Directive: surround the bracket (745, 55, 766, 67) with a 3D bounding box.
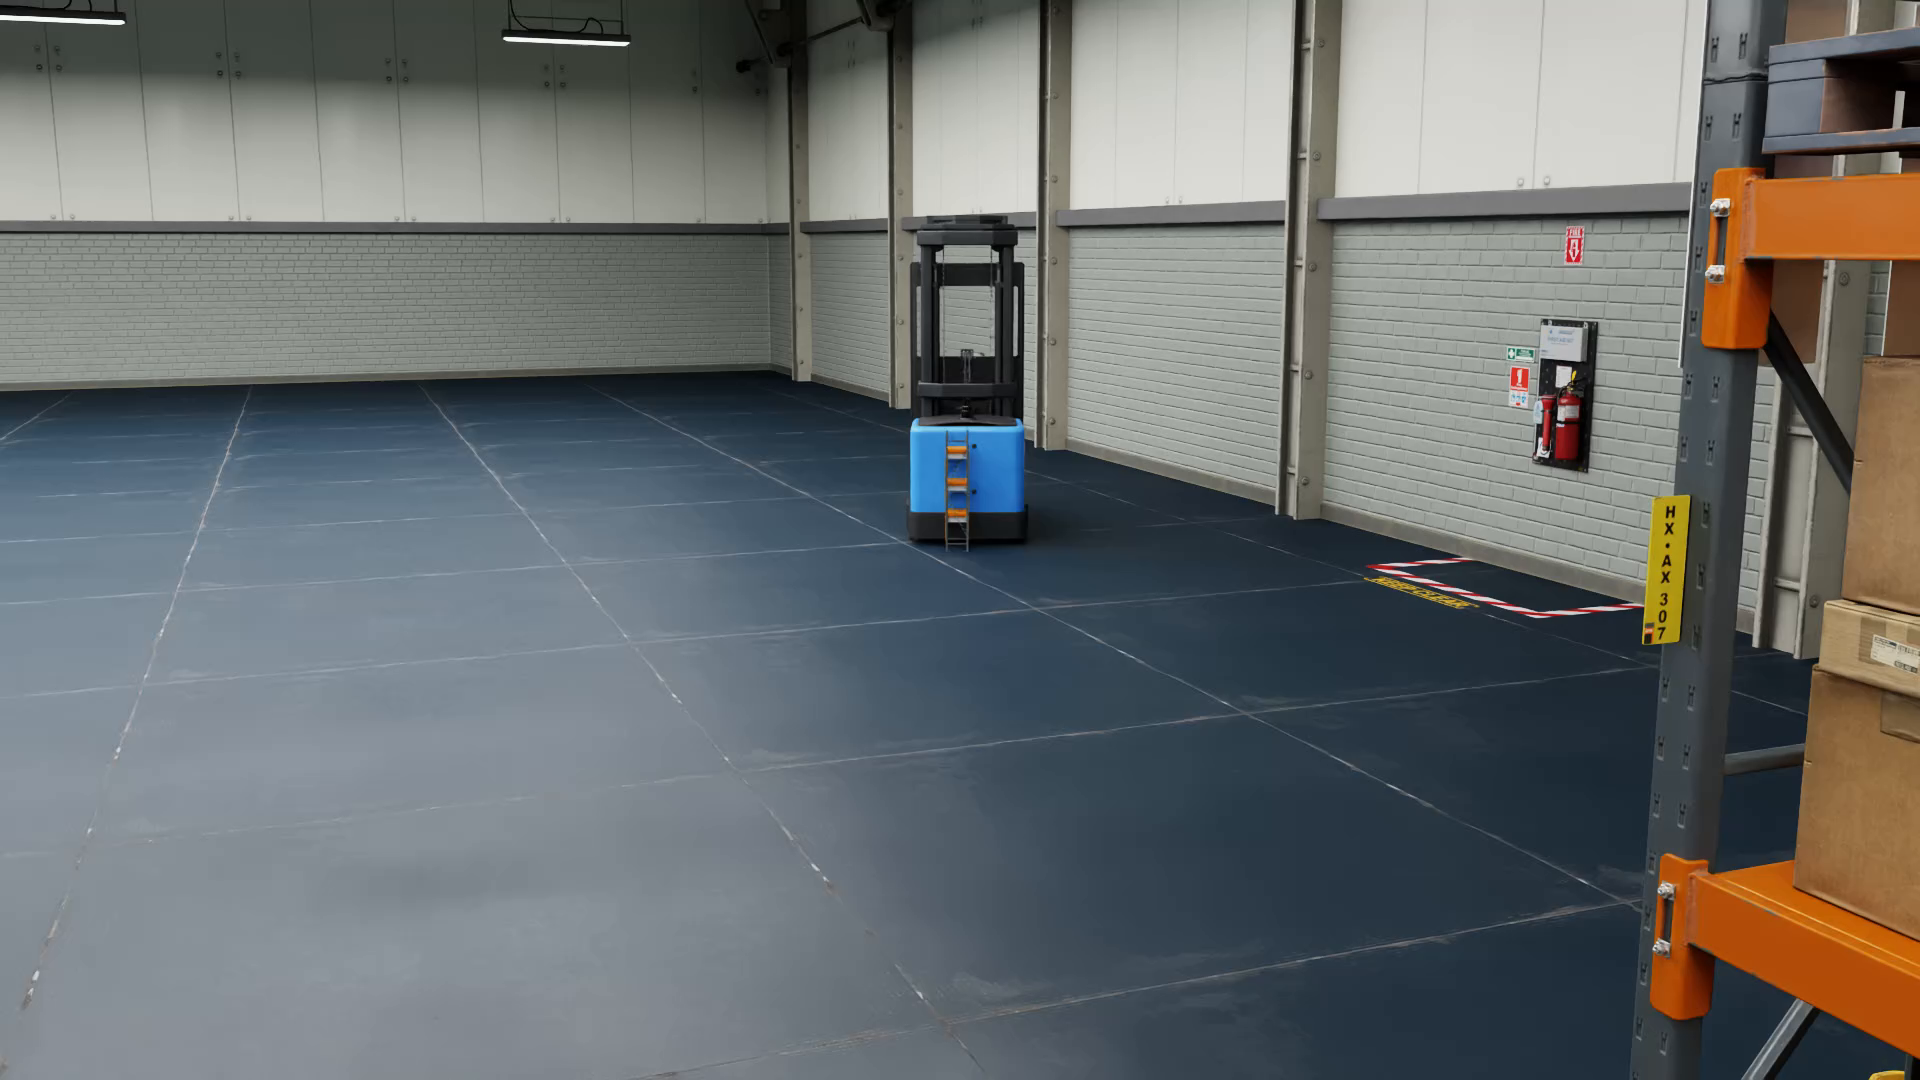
[{"bbox_3d":[-4.267,-9.717,33.904,0.076,0.066,3.189,-4,11,-21],"label":"bracket"}]

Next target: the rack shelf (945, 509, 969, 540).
[{"bbox_3d":[-0.025,-0.148,14.734,0.215,0.259,0.240,0,10,0],"label":"rack shelf"}]

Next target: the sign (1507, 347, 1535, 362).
[{"bbox_3d":[4.585,-1.518,13.603,0.001,0.109,0.331,-4,11,-21],"label":"sign"}]

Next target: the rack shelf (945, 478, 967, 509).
[{"bbox_3d":[-0.025,-0.422,14.686,0.215,0.259,0.240,0,10,0],"label":"rack shelf"}]

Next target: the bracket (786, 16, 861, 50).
[{"bbox_3d":[-2.388,-8.871,29.145,0.076,0.066,4.783,-4,11,-21],"label":"bracket"}]

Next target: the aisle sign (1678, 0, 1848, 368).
[{"bbox_3d":[1.746,-0.774,3.615,0.394,0.787,0.004,-4,11,-21],"label":"aisle sign"}]

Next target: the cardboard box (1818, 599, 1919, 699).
[{"bbox_3d":[1.996,0.206,3.389,0.380,0.149,0.250,-4,11,-21],"label":"cardboard box"}]

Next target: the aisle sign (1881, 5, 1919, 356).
[{"bbox_3d":[2.305,-0.812,3.829,0.394,0.787,0.004,-4,11,-21],"label":"aisle sign"}]

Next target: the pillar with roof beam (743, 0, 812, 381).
[{"bbox_3d":[-7.153,-7.336,30.796,9.100,9.000,0.548,-4,11,-21],"label":"pillar with roof beam"}]

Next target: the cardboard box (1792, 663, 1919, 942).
[{"bbox_3d":[2.212,0.525,3.450,0.700,0.500,0.500,-4,11,-21],"label":"cardboard box"}]

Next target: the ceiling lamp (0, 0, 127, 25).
[{"bbox_3d":[-13.205,-9.072,23.887,2.000,3.185,0.800,-4,11,-21],"label":"ceiling lamp"}]

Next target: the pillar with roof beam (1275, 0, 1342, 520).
[{"bbox_3d":[-0.630,-4.398,14.279,9.100,9.000,0.400,-4,11,-21],"label":"pillar with roof beam"}]

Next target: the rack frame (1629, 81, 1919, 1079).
[{"bbox_3d":[2.055,0.497,3.892,1.000,3.000,0.127,-4,11,-21],"label":"rack frame"}]

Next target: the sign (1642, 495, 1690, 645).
[{"bbox_3d":[1.536,0.066,3.616,0.100,0.325,0.005,-4,11,-21],"label":"sign"}]

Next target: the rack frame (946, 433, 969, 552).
[{"bbox_3d":[-0.025,-0.411,14.564,0.200,1.050,0.008,0,10,0],"label":"rack frame"}]

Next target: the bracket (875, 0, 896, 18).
[{"bbox_3d":[-1.147,-8.312,26.004,0.235,0.232,0.430,-4,11,-21],"label":"bracket"}]

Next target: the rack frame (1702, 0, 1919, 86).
[{"bbox_3d":[2.055,-2.457,3.366,1.000,3.000,0.127,-4,11,-21],"label":"rack frame"}]

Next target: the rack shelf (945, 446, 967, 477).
[{"bbox_3d":[-0.025,-0.701,14.636,0.215,0.259,0.240,0,10,0],"label":"rack shelf"}]

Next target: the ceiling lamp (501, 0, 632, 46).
[{"bbox_3d":[-6.364,-9.537,26.505,2.000,3.185,0.800,-4,11,-21],"label":"ceiling lamp"}]

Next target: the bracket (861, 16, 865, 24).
[{"bbox_3d":[-1.448,-8.447,26.765,0.235,0.232,0.430,-4,11,-21],"label":"bracket"}]

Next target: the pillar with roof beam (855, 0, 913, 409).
[{"bbox_3d":[-4.979,-6.357,25.290,9.100,9.000,0.548,-4,11,-21],"label":"pillar with roof beam"}]

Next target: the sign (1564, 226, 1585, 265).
[{"bbox_3d":[4.786,-2.293,12.956,0.001,0.298,0.199,-4,11,-21],"label":"sign"}]

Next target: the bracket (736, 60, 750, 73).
[{"bbox_3d":[-4.481,-9.813,34.446,0.235,0.232,0.430,-4,11,-21],"label":"bracket"}]

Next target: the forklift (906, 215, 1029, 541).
[{"bbox_3d":[0.068,-1.647,16.138,1.130,2.935,3.031,0,10,0],"label":"forklift"}]

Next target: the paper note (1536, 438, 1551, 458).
[{"bbox_3d":[4.697,-0.743,13.380,0.016,0.148,0.142,-4,11,-21],"label":"paper note"}]

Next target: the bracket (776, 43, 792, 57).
[{"bbox_3d":[-3.321,-9.291,31.509,0.235,0.232,0.430,-4,11,-21],"label":"bracket"}]

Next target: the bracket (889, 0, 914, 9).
[{"bbox_3d":[-0.213,-7.891,23.639,0.076,0.066,4.783,-4,11,-21],"label":"bracket"}]

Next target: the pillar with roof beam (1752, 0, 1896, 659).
[{"bbox_3d":[1.544,-3.419,8.773,9.100,9.000,0.400,-4,11,-21],"label":"pillar with roof beam"}]

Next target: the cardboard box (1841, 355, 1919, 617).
[{"bbox_3d":[2.231,-0.105,3.288,0.700,0.500,0.500,-4,11,-21],"label":"cardboard box"}]

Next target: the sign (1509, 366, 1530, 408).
[{"bbox_3d":[4.592,-1.258,13.657,0.001,0.329,0.234,-4,11,-21],"label":"sign"}]

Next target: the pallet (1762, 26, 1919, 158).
[{"bbox_3d":[2.287,-0.819,2.978,1.003,0.211,1.213,-4,11,-21],"label":"pallet"}]

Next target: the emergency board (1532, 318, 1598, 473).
[{"bbox_3d":[4.696,-1.144,13.116,0.194,1.169,0.643,-4,11,-21],"label":"emergency board"}]

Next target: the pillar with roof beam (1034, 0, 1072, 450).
[{"bbox_3d":[-2.805,-5.377,19.785,9.100,9.000,0.400,-4,11,-21],"label":"pillar with roof beam"}]

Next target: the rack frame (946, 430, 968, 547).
[{"bbox_3d":[-0.025,-0.454,14.804,0.200,1.050,0.008,0,10,0],"label":"rack frame"}]

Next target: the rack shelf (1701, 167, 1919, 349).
[{"bbox_3d":[2.780,-0.299,1.857,1.077,0.370,4.000,-4,11,-21],"label":"rack shelf"}]

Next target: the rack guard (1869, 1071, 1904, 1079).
[{"bbox_3d":[2.046,1.724,4.132,1.175,0.500,0.348,-4,11,-21],"label":"rack guard"}]

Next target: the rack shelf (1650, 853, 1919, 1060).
[{"bbox_3d":[2.780,1.178,2.119,1.077,0.370,4.000,-4,11,-21],"label":"rack shelf"}]

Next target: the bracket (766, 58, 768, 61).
[{"bbox_3d":[-3.622,-9.427,32.271,0.235,0.232,0.430,-4,11,-21],"label":"bracket"}]

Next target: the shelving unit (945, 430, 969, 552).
[{"bbox_3d":[-0.025,-0.433,14.684,0.215,1.050,0.252,0,10,0],"label":"shelving unit"}]
